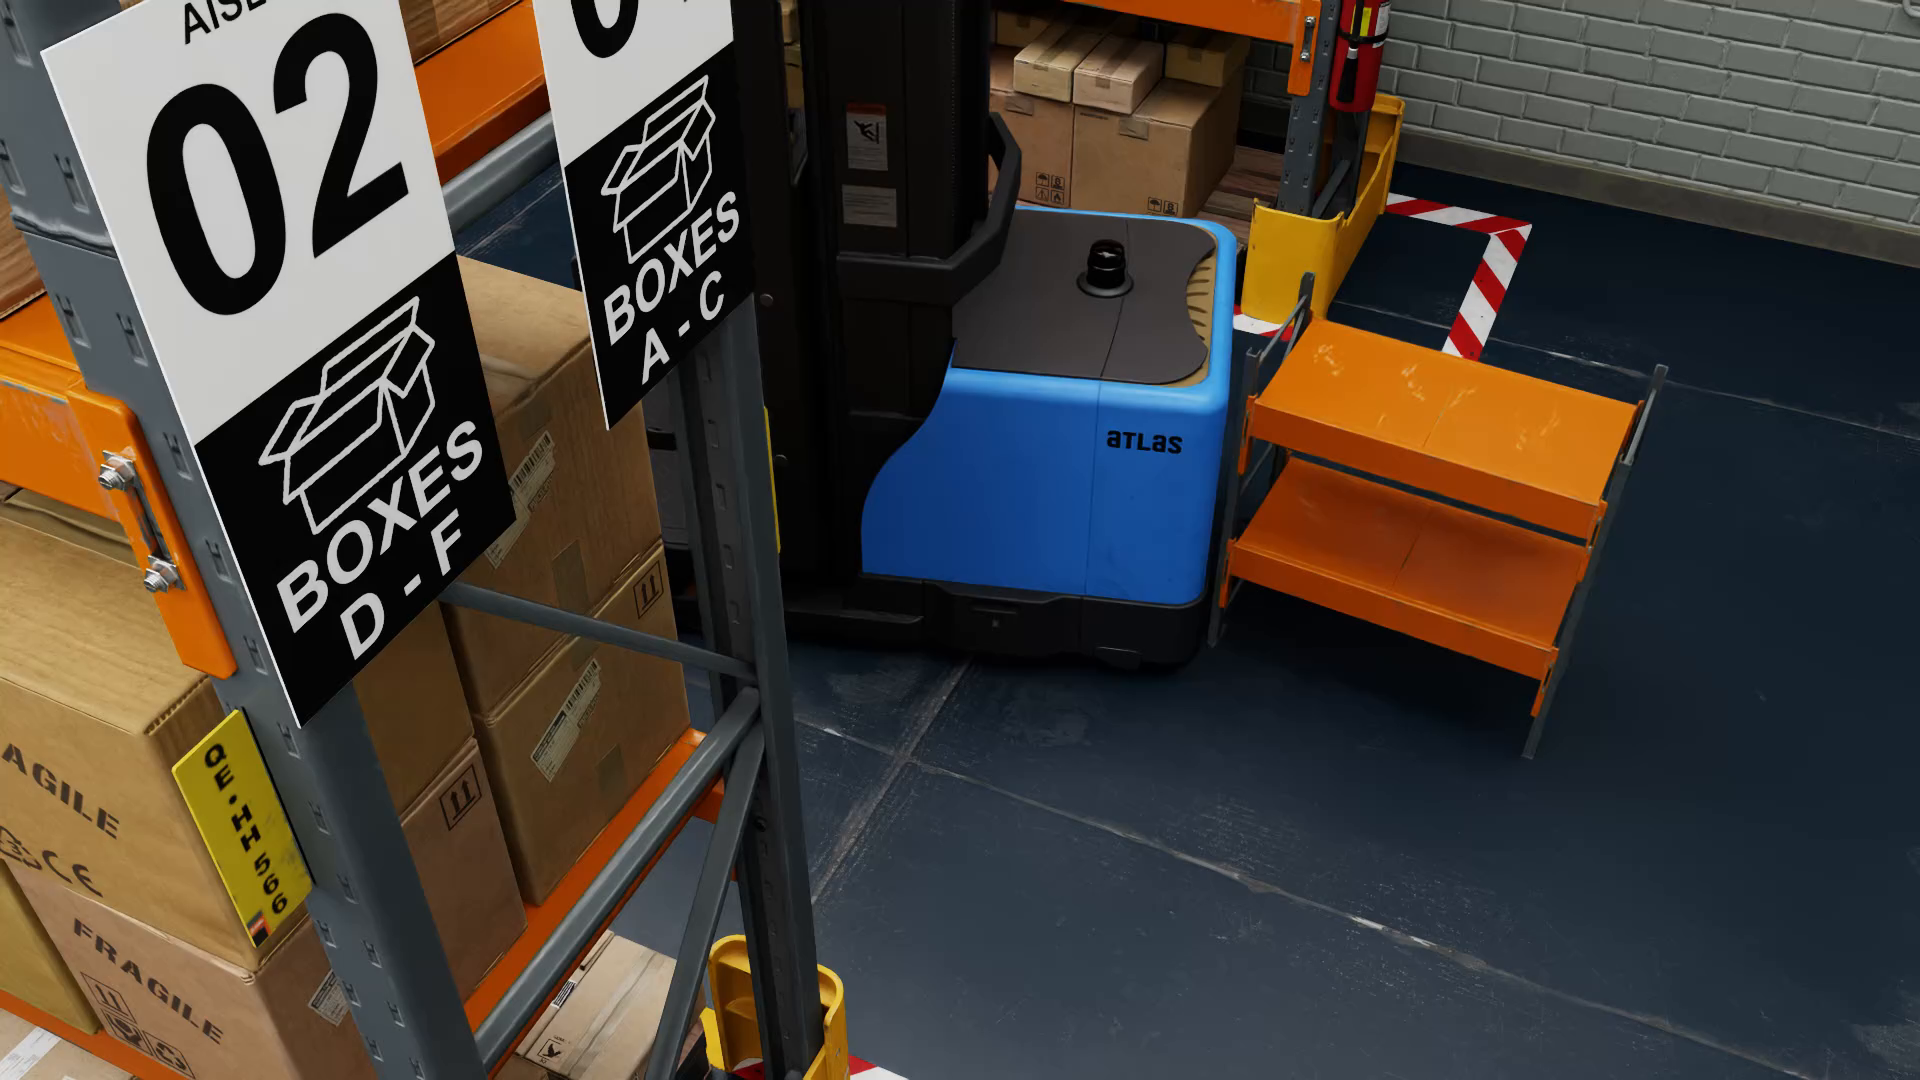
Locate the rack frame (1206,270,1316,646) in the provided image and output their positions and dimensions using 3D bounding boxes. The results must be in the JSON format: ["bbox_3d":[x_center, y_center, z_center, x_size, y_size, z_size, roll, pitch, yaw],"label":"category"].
[{"bbox_3d":[0.928,-0.231,5.158,0.032,1.125,0.500,20,45,21],"label":"rack frame"}]

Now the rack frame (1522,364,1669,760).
[{"bbox_3d":[1.822,0.086,4.792,0.032,1.125,0.500,20,45,21],"label":"rack frame"}]

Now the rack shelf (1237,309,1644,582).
[{"bbox_3d":[1.375,-0.294,4.783,1.000,0.278,0.538,20,45,21],"label":"rack shelf"}]

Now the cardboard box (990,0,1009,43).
[{"bbox_3d":[0.117,-2.324,7.233,0.250,0.149,0.380,18,44,19],"label":"cardboard box"}]

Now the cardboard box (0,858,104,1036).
[{"bbox_3d":[-1.571,0.433,2.884,0.500,0.500,0.500,17,44,19],"label":"cardboard box"}]

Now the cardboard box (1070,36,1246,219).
[{"bbox_3d":[0.836,-1.715,7.026,0.500,0.500,0.700,17,44,19],"label":"cardboard box"}]

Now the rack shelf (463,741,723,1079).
[{"bbox_3d":[-2.391,0.219,3.607,3.809,0.124,0.919,17,44,19],"label":"rack shelf"}]

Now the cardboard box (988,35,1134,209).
[{"bbox_3d":[0.382,-1.853,7.186,0.500,0.500,0.700,17,44,19],"label":"cardboard box"}]

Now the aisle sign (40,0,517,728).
[{"bbox_3d":[-0.646,-0.207,1.713,0.004,0.787,0.394,17,44,19],"label":"aisle sign"}]

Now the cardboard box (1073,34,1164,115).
[{"bbox_3d":[0.643,-1.887,6.730,0.250,0.149,0.380,16,44,18],"label":"cardboard box"}]

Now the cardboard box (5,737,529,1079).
[{"bbox_3d":[-1.099,0.575,2.720,0.500,0.500,0.500,18,44,20],"label":"cardboard box"}]

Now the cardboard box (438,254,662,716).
[{"bbox_3d":[-0.869,-0.120,2.759,0.500,0.500,0.500,18,44,20],"label":"cardboard box"}]

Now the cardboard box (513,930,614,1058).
[{"bbox_3d":[-1.039,1.090,4.029,0.250,0.166,0.380,17,44,19],"label":"cardboard box"}]

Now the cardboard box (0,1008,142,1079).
[{"bbox_3d":[-2.024,1.163,3.882,0.500,0.250,0.500,17,44,19],"label":"cardboard box"}]

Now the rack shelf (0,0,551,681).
[{"bbox_3d":[-2.391,-0.840,2.689,4.000,0.370,1.077,17,44,19],"label":"rack shelf"}]

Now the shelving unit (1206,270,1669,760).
[{"bbox_3d":[1.375,-0.072,4.975,1.048,1.125,0.538,20,45,21],"label":"shelving unit"}]

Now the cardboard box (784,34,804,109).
[{"bbox_3d":[-0.560,-2.136,7.512,0.500,0.500,0.700,18,44,20],"label":"cardboard box"}]

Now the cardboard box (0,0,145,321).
[{"bbox_3d":[-1.155,-0.488,1.847,0.500,0.250,0.500,17,44,19],"label":"cardboard box"}]

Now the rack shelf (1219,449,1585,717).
[{"bbox_3d":[1.375,0.112,5.135,1.000,0.278,0.538,20,45,21],"label":"rack shelf"}]

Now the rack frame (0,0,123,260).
[{"bbox_3d":[-0.578,-1.692,0.832,0.127,3.000,1.000,17,44,19],"label":"rack frame"}]

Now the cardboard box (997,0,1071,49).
[{"bbox_3d":[0.348,-2.253,7.152,0.250,0.149,0.380,17,44,19],"label":"cardboard box"}]

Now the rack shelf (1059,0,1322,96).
[{"bbox_3d":[-0.300,-2.648,7.064,4.000,0.370,1.077,17,44,19],"label":"rack shelf"}]

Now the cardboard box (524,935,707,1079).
[{"bbox_3d":[-0.813,1.166,3.955,0.250,0.149,0.380,17,44,19],"label":"cardboard box"}]

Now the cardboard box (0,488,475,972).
[{"bbox_3d":[-1.098,0.199,2.390,0.500,0.500,0.500,17,44,18],"label":"cardboard box"}]

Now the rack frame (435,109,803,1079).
[{"bbox_3d":[-0.577,0.573,2.799,0.053,2.616,0.949,17,44,19],"label":"rack frame"}]

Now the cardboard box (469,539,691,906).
[{"bbox_3d":[-0.869,0.258,3.086,0.500,0.500,0.500,18,44,20],"label":"cardboard box"}]

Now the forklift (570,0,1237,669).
[{"bbox_3d":[-0.671,-1.148,4.837,3.031,2.935,1.130,6,41,7],"label":"forklift"}]

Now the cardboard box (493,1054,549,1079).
[{"bbox_3d":[-1.175,1.349,3.476,0.500,0.500,0.500,17,44,19],"label":"cardboard box"}]

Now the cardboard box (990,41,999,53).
[{"bbox_3d":[-0.074,-1.992,7.346,0.500,0.500,0.700,16,43,17],"label":"cardboard box"}]
